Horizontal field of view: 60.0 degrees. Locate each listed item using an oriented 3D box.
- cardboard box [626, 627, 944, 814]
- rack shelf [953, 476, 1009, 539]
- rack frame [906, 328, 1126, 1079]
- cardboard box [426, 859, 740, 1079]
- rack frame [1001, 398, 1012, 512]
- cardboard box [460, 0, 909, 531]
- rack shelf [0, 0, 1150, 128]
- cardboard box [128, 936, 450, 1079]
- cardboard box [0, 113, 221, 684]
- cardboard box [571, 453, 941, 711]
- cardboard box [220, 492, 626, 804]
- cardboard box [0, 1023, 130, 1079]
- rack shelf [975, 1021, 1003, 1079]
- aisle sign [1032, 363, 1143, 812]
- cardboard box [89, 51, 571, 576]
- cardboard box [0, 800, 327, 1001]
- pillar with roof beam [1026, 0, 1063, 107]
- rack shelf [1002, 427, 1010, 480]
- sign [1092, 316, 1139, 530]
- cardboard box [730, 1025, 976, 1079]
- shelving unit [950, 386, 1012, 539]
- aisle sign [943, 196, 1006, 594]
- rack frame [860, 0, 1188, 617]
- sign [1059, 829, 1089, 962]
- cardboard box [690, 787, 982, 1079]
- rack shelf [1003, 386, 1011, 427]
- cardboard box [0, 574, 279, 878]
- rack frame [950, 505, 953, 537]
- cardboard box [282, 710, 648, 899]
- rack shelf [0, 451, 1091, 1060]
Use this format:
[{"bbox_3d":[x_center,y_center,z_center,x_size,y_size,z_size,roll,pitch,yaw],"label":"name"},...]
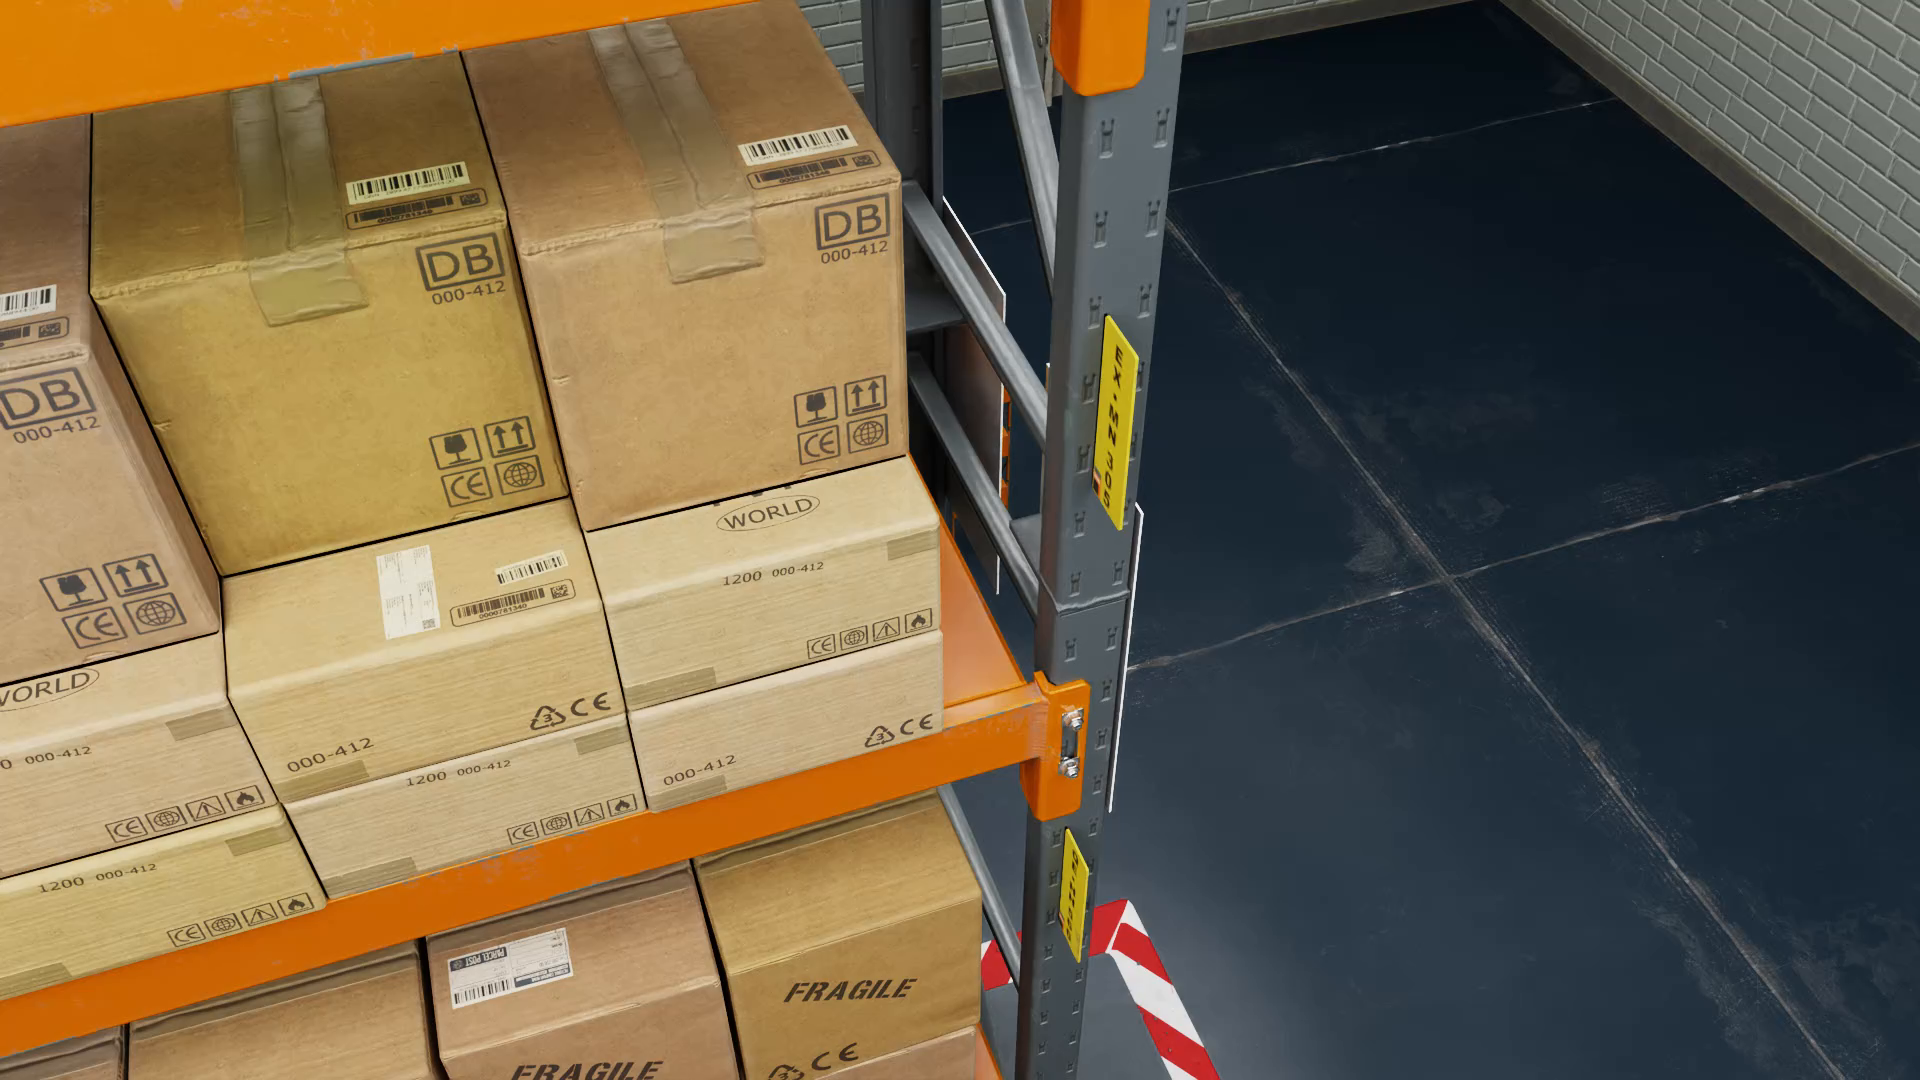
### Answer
[{"bbox_3d":[-0.345,0.129,2.801,0.500,0.250,0.500,-14,47,-14],"label":"cardboard box"},{"bbox_3d":[0.050,-0.180,6.905,0.240,0.259,0.215,-14,47,-14],"label":"rack shelf"},{"bbox_3d":[0.049,0.836,4.108,0.127,3.000,1.000,-14,47,-14],"label":"rack frame"},{"bbox_3d":[-0.751,0.860,3.308,0.500,0.500,0.500,-13,47,-13],"label":"cardboard box"},{"bbox_3d":[0.165,-0.413,6.730,0.008,1.050,0.200,-14,47,-14],"label":"rack frame"},{"bbox_3d":[-0.429,-0.477,2.522,0.500,0.500,0.700,-14,47,-14],"label":"cardboard box"},{"bbox_3d":[-1.832,-0.545,1.760,4.000,0.370,1.077,-14,47,-14],"label":"rack shelf"},{"bbox_3d":[-1.237,0.988,3.180,0.500,0.500,0.500,-13,47,-13],"label":"cardboard box"},{"bbox_3d":[-1.362,-0.221,2.268,0.500,0.500,0.700,-14,47,-14],"label":"cardboard box"},{"bbox_3d":[-0.348,-0.053,2.629,0.500,0.250,0.500,-14,47,-14],"label":"cardboard box"},{"bbox_3d":[-0.818,0.068,2.509,0.500,0.250,0.500,-14,47,-14],"label":"cardboard box"},{"bbox_3d":[-1.720,1.112,3.057,0.500,0.500,0.500,-13,47,-13],"label":"cardboard box"},{"bbox_3d":[-1.832,1.571,3.884,4.000,0.370,1.077,-14,47,-14],"label":"rack shelf"},{"bbox_3d":[0.217,0.106,3.000,0.004,0.787,0.394,-14,47,-14],"label":"aisle sign"},{"bbox_3d":[-0.928,-0.413,2.458,0.500,0.500,0.700,-14,47,-14],"label":"cardboard box"},{"bbox_3d":[-1.285,0.371,2.560,0.500,0.250,0.500,-14,47,-14],"label":"cardboard box"},{"bbox_3d":[2.071,-2.938,3.635,0.400,9.000,9.100,-14,47,-14],"label":"pillar with roof beam"},{"bbox_3d":[0.050,-0.376,6.708,0.240,0.259,0.215,-14,47,-14],"label":"rack shelf"},{"bbox_3d":[0.219,-0.161,2.359,0.005,0.325,0.100,-14,47,-14],"label":"sign"},{"bbox_3d":[-0.280,1.090,3.785,0.500,0.500,0.500,-13,47,-13],"label":"cardboard box"},{"bbox_3d":[0.050,-0.383,6.700,0.252,1.050,0.215,-14,47,-14],"label":"shelving unit"},{"bbox_3d":[0.013,-0.294,3.399,0.004,0.787,0.394,-14,47,-14],"label":"aisle sign"},{"bbox_3d":[0.049,-1.282,1.983,0.127,3.000,1.000,-14,47,-14],"label":"rack frame"},{"bbox_3d":[0.219,0.690,3.213,0.005,0.325,0.100,-14,47,-14],"label":"sign"},{"bbox_3d":[-0.276,0.738,3.429,0.500,0.500,0.500,-15,47,-14],"label":"cardboard box"},{"bbox_3d":[0.050,-0.576,6.507,0.240,0.259,0.215,-14,47,-14],"label":"rack shelf"},{"bbox_3d":[-1.289,0.185,2.392,0.500,0.250,0.500,-14,47,-14],"label":"cardboard box"},{"bbox_3d":[-0.064,-0.354,6.671,0.008,1.050,0.200,-14,47,-14],"label":"rack frame"},{"bbox_3d":[-0.819,0.242,2.688,0.500,0.250,0.500,-14,47,-14],"label":"cardboard box"},{"bbox_3d":[-1.832,0.512,2.821,4.000,0.370,1.077,-14,47,-14],"label":"rack shelf"}]
